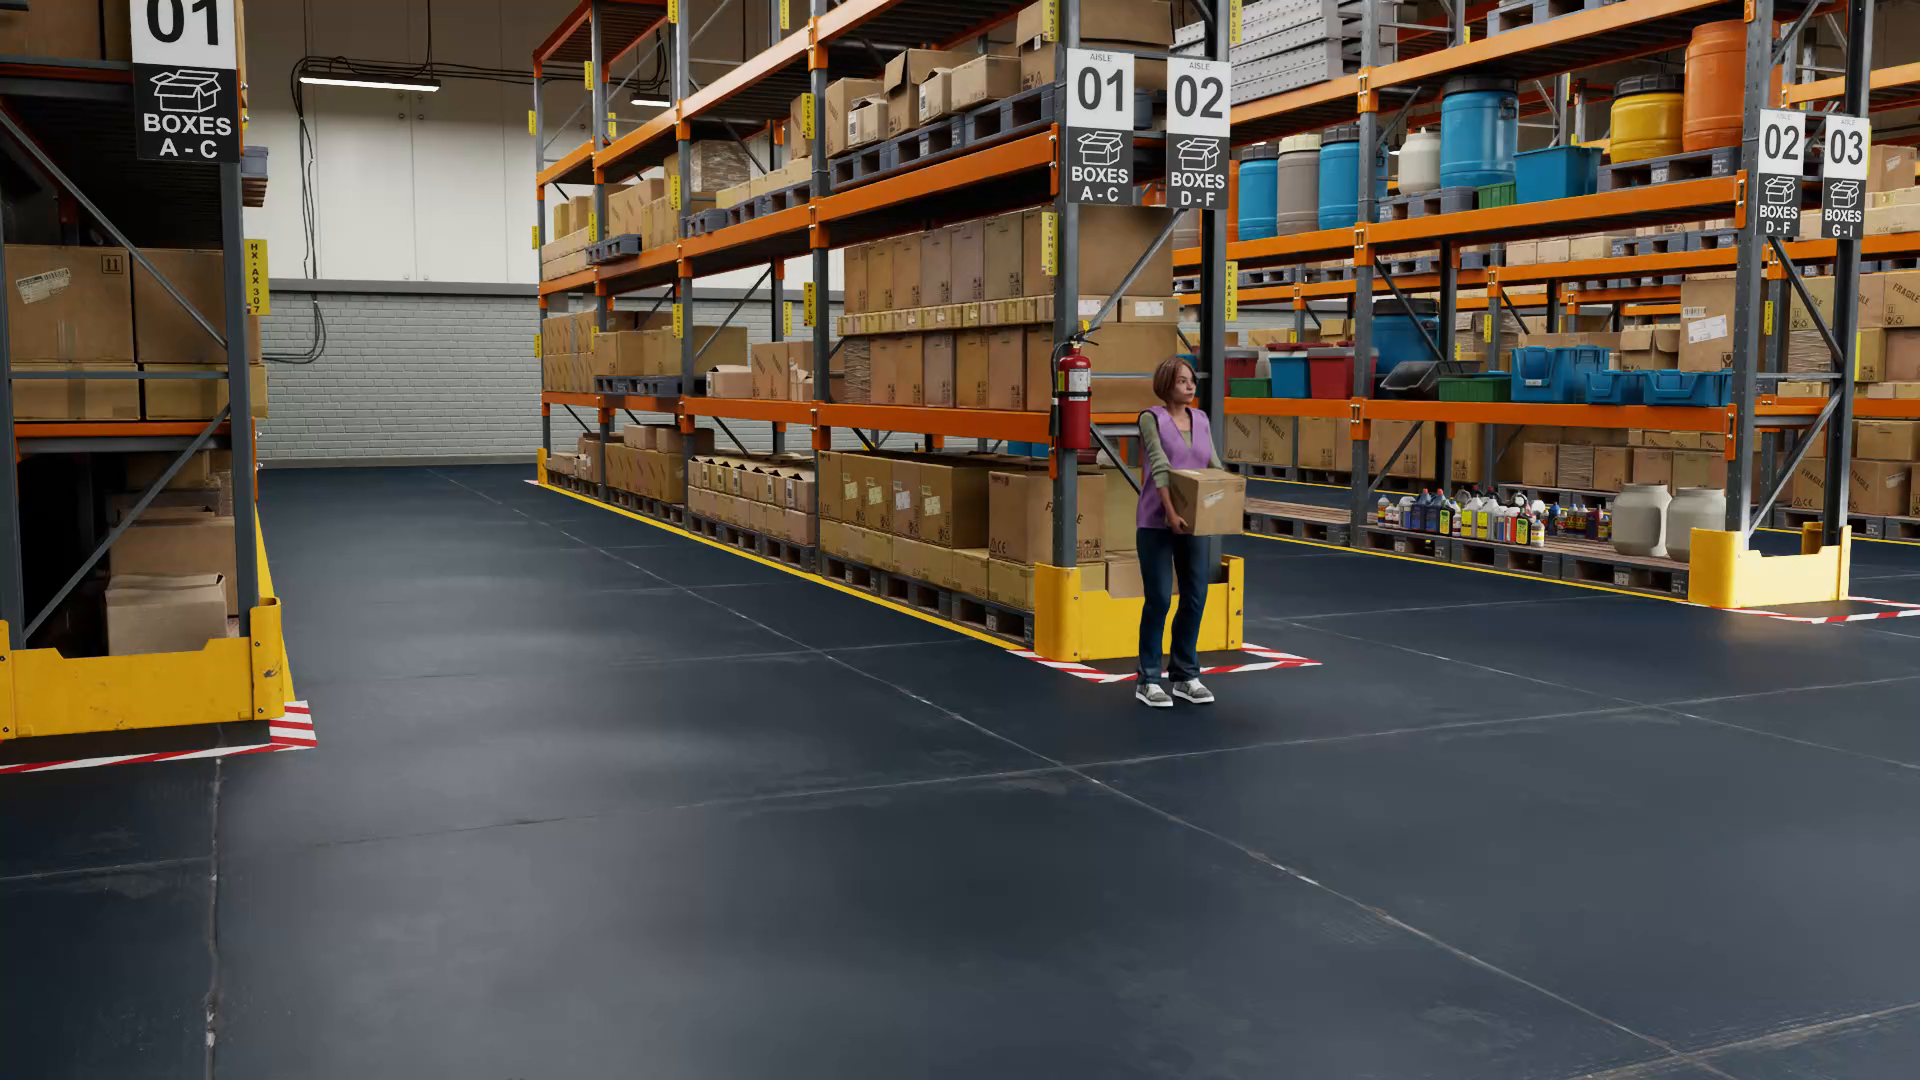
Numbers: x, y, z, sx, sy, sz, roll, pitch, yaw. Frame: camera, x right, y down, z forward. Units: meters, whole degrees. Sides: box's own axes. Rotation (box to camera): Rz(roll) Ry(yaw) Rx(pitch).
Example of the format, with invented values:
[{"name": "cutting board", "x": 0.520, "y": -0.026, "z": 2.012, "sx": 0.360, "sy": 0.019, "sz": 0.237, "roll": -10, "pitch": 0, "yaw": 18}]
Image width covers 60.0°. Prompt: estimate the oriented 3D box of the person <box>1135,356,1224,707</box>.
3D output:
[{"name": "person", "x": 1.024, "y": -0.034, "z": 7.582, "sx": 0.375, "sy": 1.599, "sz": 0.499, "roll": -3, "pitch": 6, "yaw": -24}]
